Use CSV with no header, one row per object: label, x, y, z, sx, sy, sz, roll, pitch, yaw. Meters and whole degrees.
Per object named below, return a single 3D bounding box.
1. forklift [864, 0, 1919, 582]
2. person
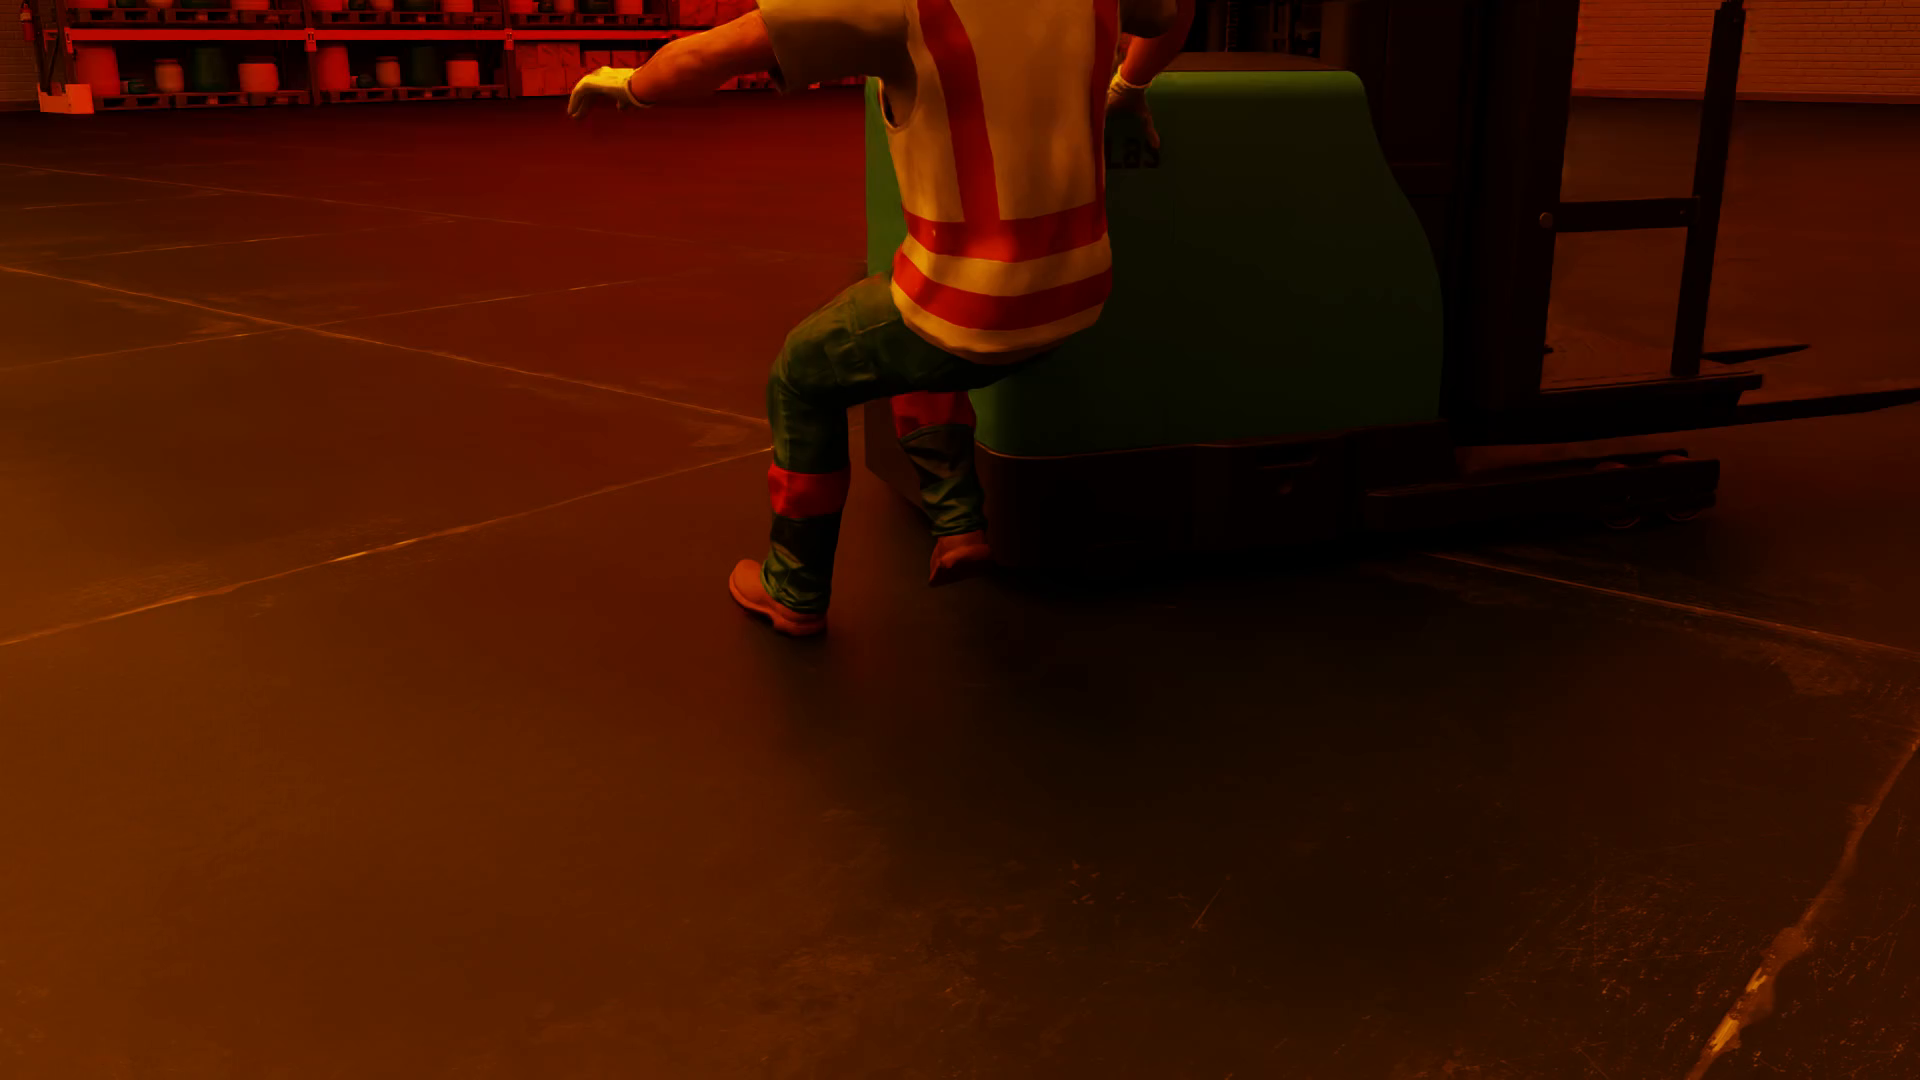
forklift,1.324,-1.562,4.042,3.031,2.935,1.130,-6,18,-20
person,-0.092,-0.550,3.087,1.133,1.564,0.860,-14,22,-39
